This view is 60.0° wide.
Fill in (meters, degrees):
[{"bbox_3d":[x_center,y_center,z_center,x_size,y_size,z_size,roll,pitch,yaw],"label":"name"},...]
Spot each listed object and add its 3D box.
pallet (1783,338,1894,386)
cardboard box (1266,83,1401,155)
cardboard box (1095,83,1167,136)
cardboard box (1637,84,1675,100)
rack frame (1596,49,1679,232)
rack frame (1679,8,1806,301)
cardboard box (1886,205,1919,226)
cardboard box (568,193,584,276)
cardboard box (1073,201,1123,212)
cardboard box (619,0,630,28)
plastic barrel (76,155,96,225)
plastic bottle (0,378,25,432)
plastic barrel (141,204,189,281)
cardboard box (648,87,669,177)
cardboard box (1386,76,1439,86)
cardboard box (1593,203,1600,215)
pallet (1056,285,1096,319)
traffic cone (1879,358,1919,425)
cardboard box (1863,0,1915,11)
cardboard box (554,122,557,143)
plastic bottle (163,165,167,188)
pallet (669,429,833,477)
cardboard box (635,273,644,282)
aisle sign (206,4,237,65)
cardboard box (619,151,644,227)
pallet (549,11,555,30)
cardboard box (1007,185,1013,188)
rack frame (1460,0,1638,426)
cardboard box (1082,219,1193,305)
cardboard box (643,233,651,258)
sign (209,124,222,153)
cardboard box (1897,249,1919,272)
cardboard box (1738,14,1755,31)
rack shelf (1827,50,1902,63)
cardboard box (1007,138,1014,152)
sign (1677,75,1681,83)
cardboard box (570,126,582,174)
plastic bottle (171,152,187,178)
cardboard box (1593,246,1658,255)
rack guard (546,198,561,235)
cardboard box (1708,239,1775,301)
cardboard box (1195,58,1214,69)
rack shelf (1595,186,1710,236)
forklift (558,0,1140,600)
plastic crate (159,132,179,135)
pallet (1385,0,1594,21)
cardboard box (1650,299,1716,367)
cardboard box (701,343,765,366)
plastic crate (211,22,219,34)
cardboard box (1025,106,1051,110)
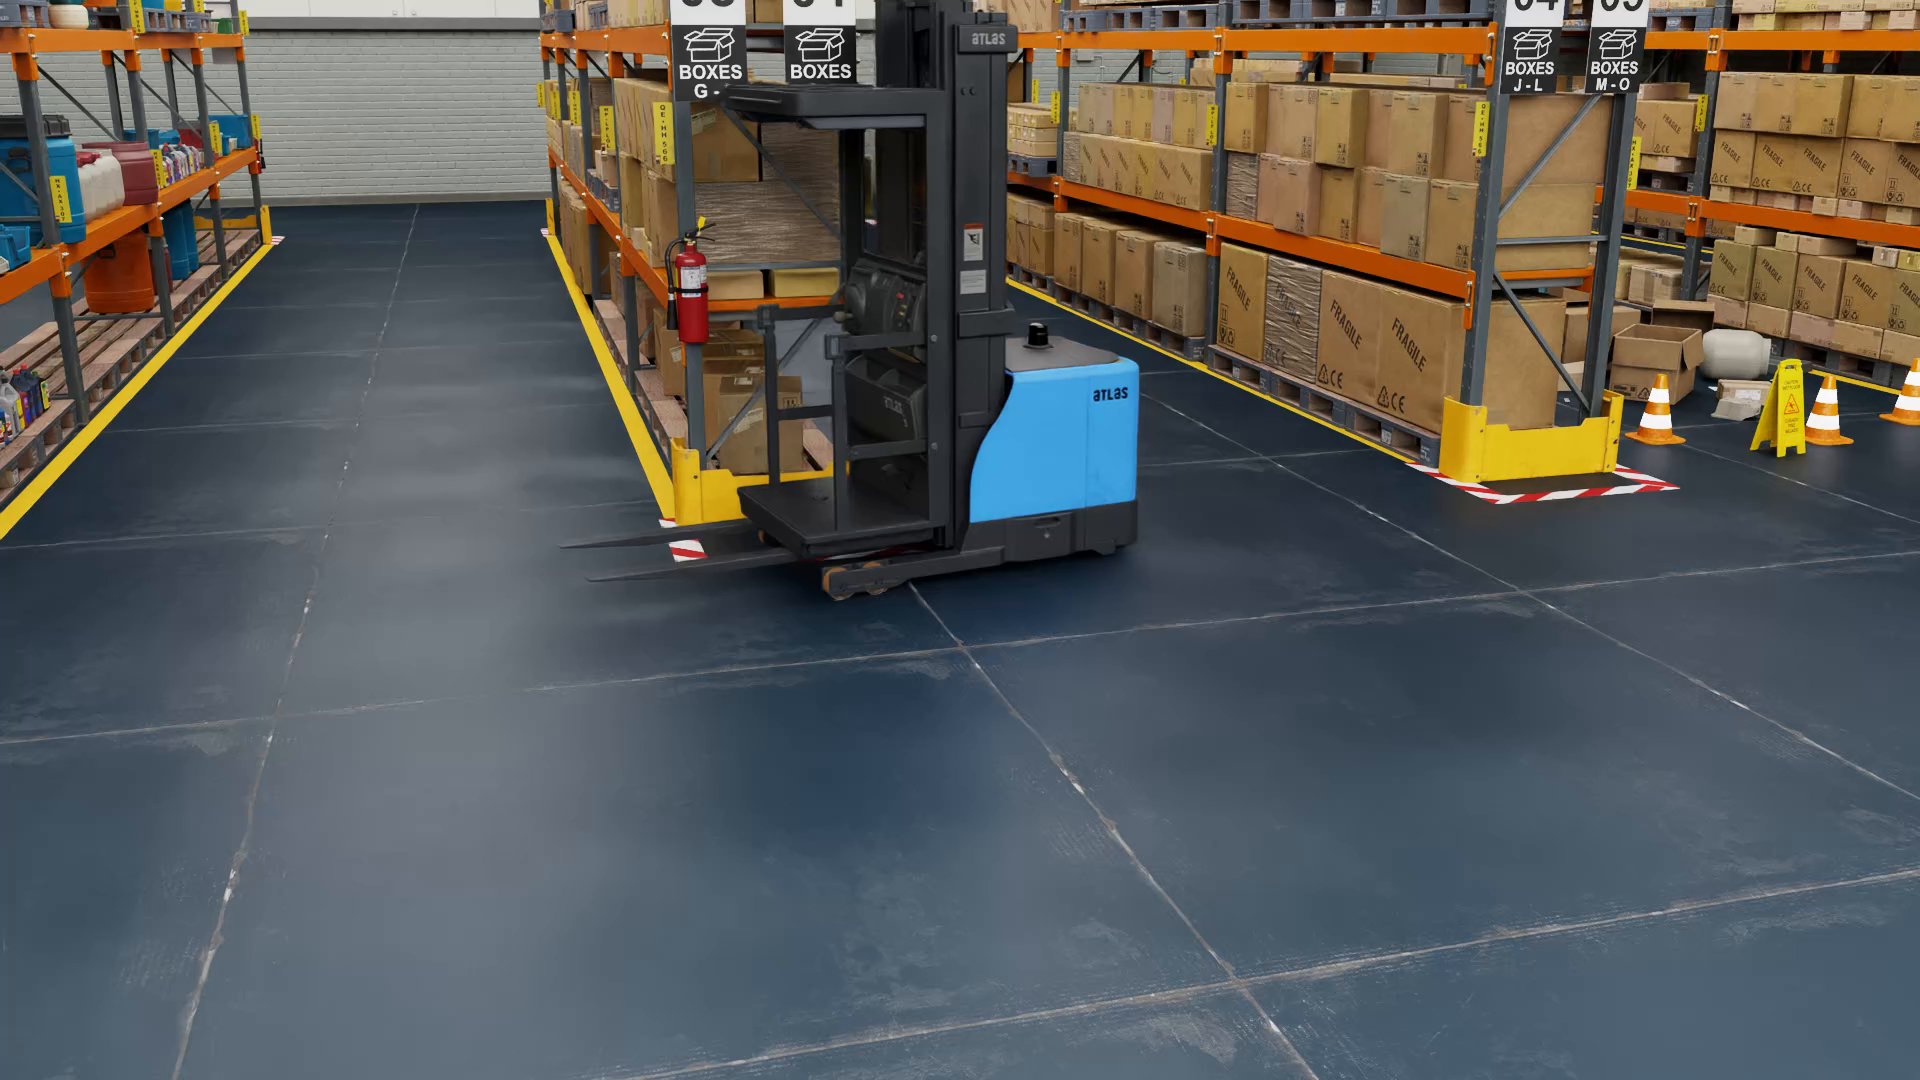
[{"bbox_3d":[7.923,-1.568,14.304,1.003,0.211,1.213,-5,17,-15],"label":"pallet"},{"bbox_3d":[2.965,-3.346,13.240,0.875,0.550,0.550,-5,17,-15],"label":"cardboard box"},{"bbox_3d":[1.788,-4.373,16.885,0.700,0.500,0.500,-5,17,-16],"label":"cardboard box"},{"bbox_3d":[6.819,-4.426,16.424,0.380,0.149,0.250,-5,17,-17],"label":"cardboard box"},{"bbox_3d":[9.938,-6.031,24.314,1.000,3.000,0.127,-5,17,-15],"label":"rack frame"},{"bbox_3d":[7.365,-3.424,15.638,1.000,3.000,0.127,-5,17,-15],"label":"rack frame"},{"bbox_3d":[7.737,-2.632,13.438,0.380,0.149,0.250,-5,17,-16],"label":"cardboard box"},{"bbox_3d":[-3.670,-3.370,18.422,1.225,0.875,0.875,-5,17,-15],"label":"cardboard box"},{"bbox_3d":[1.578,-3.684,18.815,0.500,0.250,0.500,-6,18,-18],"label":"cardboard box"},{"bbox_3d":[-2.009,-3.577,11.191,0.500,0.250,0.500,-5,18,-17],"label":"cardboard box"},{"bbox_3d":[-7.179,-2.799,13.320,0.433,0.535,0.433,0,17,0],"label":"plastic barrel"},{"bbox_3d":[-6.330,-0.893,11.052,0.144,0.351,0.185,-5,17,-16],"label":"plastic bottle"},{"bbox_3d":[-8.796,-3.311,18.176,0.600,0.901,0.708,-5,17,-15],"label":"plastic barrel"},{"bbox_3d":[-1.596,-2.474,10.045,0.500,0.500,0.500,-5,17,-15],"label":"cardboard box"},{"bbox_3d":[5.593,-5.459,20.499,0.500,0.500,0.500,-5,17,-15],"label":"cardboard box"},{"bbox_3d":[9.503,-4.997,25.100,0.380,0.149,0.250,-5,18,-17],"label":"cardboard box"},{"bbox_3d":[1.679,-2.552,17.580,1.003,0.211,1.213,-5,17,-15],"label":"pallet"},{"bbox_3d":[7.106,-1.120,12.376,0.336,0.463,0.334,-5,17,-15],"label":"traffic cone"},{"bbox_3d":[7.640,-4.367,13.306,0.500,0.250,0.500,-5,17,-15],"label":"cardboard box"},{"bbox_3d":[-5.020,-5.310,21.658,0.500,0.250,0.500,-4,17,-14],"label":"cardboard box"},{"bbox_3d":[-8.016,-3.677,16.683,0.061,0.283,0.133,-5,17,-15],"label":"plastic bottle"},{"bbox_3d":[-1.274,-0.447,10.574,1.003,0.211,1.213,-5,17,-15],"label":"pallet"},{"bbox_3d":[-2.578,-2.114,14.856,0.700,0.500,0.500,-6,18,-20],"label":"cardboard box"},{"bbox_3d":[-9.961,-6.857,22.545,0.394,0.787,0.004,-5,17,-15],"label":"aisle sign"},{"bbox_3d":[-1.995,-2.561,12.072,0.875,0.500,0.500,-5,17,-15],"label":"cardboard box"},{"bbox_3d":[-4.576,-6.475,20.733,1.003,0.211,1.213,-5,17,-15],"label":"pallet"},{"bbox_3d":[0.384,-4.356,21.050,0.500,0.250,0.500,-5,18,-18],"label":"cardboard box"},{"bbox_3d":[3.733,-1.899,10.558,1.000,3.000,0.127,-5,17,-15],"label":"rack frame"},{"bbox_3d":[1.859,-2.818,16.800,1.050,0.750,0.750,-4,17,-14],"label":"cardboard box"},{"bbox_3d":[-1.968,-2.023,11.411,0.380,0.149,0.250,-5,17,-15],"label":"cardboard box"},{"bbox_3d":[-8.594,-4.638,19.196,0.100,0.325,0.005,-5,17,-15],"label":"sign"},{"bbox_3d":[7.762,-2.239,13.310,0.380,0.149,0.250,-4,17,-14],"label":"cardboard box"},{"bbox_3d":[7.214,-4.634,14.887,0.380,0.149,0.250,-5,17,-16],"label":"cardboard box"},{"bbox_3d":[11.587,-5.463,18.461,1.077,0.370,4.000,-5,17,-15],"label":"rack shelf"},{"bbox_3d":[0.754,-4.501,18.930,0.380,0.149,0.250,-5,17,-16],"label":"cardboard box"},{"bbox_3d":[10.471,-6.630,24.297,0.100,0.325,0.005,-5,17,-15],"label":"sign"},{"bbox_3d":[-4.052,-4.335,18.494,0.500,0.500,0.500,-4,17,-14],"label":"cardboard box"},{"bbox_3d":[-8.429,-4.041,17.908,0.152,0.276,0.135,-5,17,-15],"label":"plastic bottle"},{"bbox_3d":[6.825,-2.903,17.739,0.950,0.372,0.625,-4,17,-13],"label":"cardboard box"},{"bbox_3d":[-5.467,-4.770,24.461,1.175,0.500,0.348,-5,17,-15],"label":"rack guard"},{"bbox_3d":[7.268,-2.483,15.251,0.500,0.500,0.500,-4,17,-13],"label":"cardboard box"},{"bbox_3d":[3.899,-7.461,26.036,0.380,0.149,0.250,-4,17,-14],"label":"cardboard box"},{"bbox_3d":[6.816,-3.633,17.583,1.077,0.370,4.000,-5,17,-15],"label":"rack shelf"},{"bbox_3d":[-0.575,-1.271,8.589,3.031,2.935,1.130,-8,18,-25],"label":"forklift"},{"bbox_3d":[-10.291,-5.241,21.871,0.416,0.233,0.300,-5,17,-15],"label":"plastic crate"},{"bbox_3d":[3.519,-3.497,10.820,1.003,0.211,1.213,-5,17,-15],"label":"pallet"},{"bbox_3d":[6.351,-1.824,14.652,0.500,0.500,0.500,7,18,23],"label":"cardboard box"},{"bbox_3d":[-1.570,-1.050,11.347,0.500,0.500,0.500,-3,17,-10],"label":"cardboard box"},{"bbox_3d":[-9.417,-6.327,20.545,0.437,0.136,0.530,-5,17,-15],"label":"plastic crate"},{"bbox_3d":[1.013,-5.201,20.226,0.380,0.149,0.250,-5,18,-17],"label":"cardboard box"}]
